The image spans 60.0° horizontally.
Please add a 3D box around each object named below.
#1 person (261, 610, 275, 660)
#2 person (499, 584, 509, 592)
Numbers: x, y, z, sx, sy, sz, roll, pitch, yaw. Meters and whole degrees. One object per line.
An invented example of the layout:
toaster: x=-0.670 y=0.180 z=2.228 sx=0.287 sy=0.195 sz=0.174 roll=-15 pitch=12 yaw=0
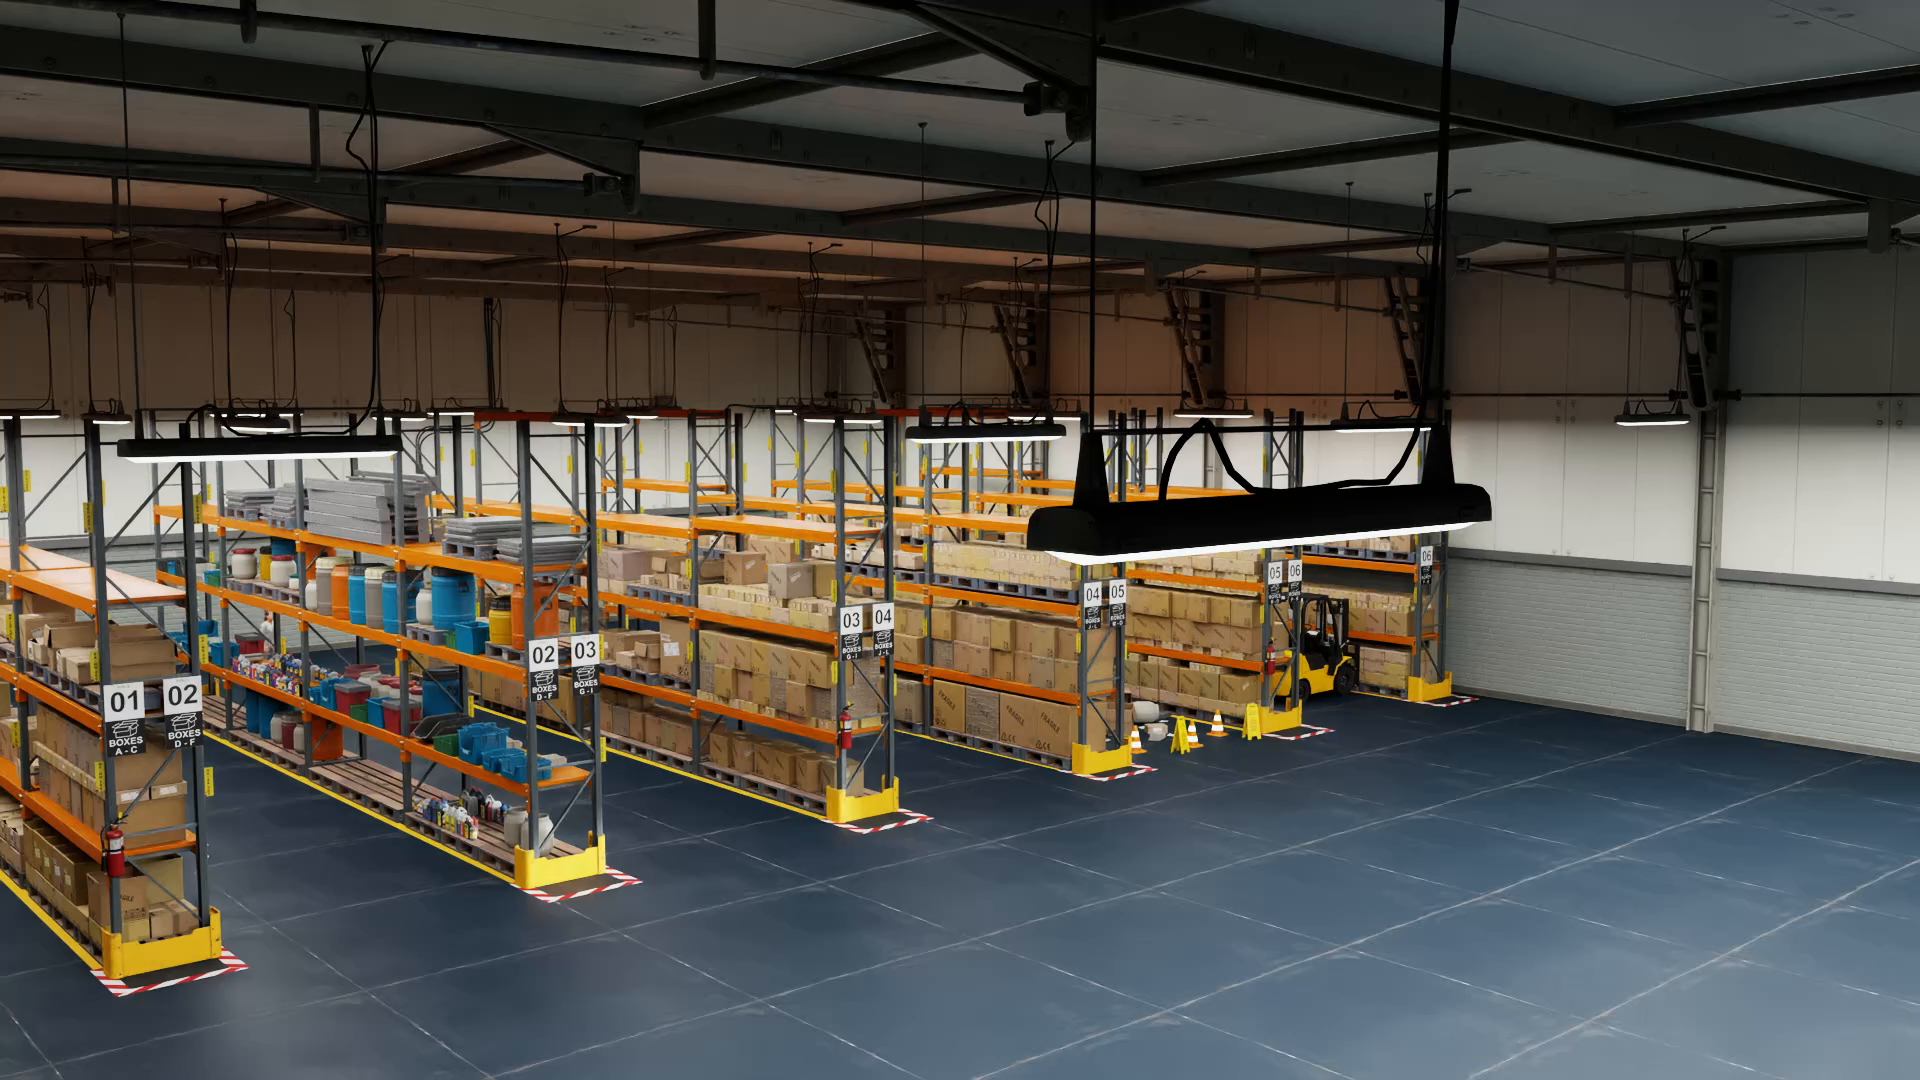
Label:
person: x=-15.103 y=2.321 z=36.402 sx=0.422 sy=1.615 sz=1.080 roll=-5 pitch=7 yaw=-44
person: x=-10.878 y=1.940 z=39.756 sx=0.499 sy=1.786 sz=0.603 roll=-4 pitch=6 yaw=-37
